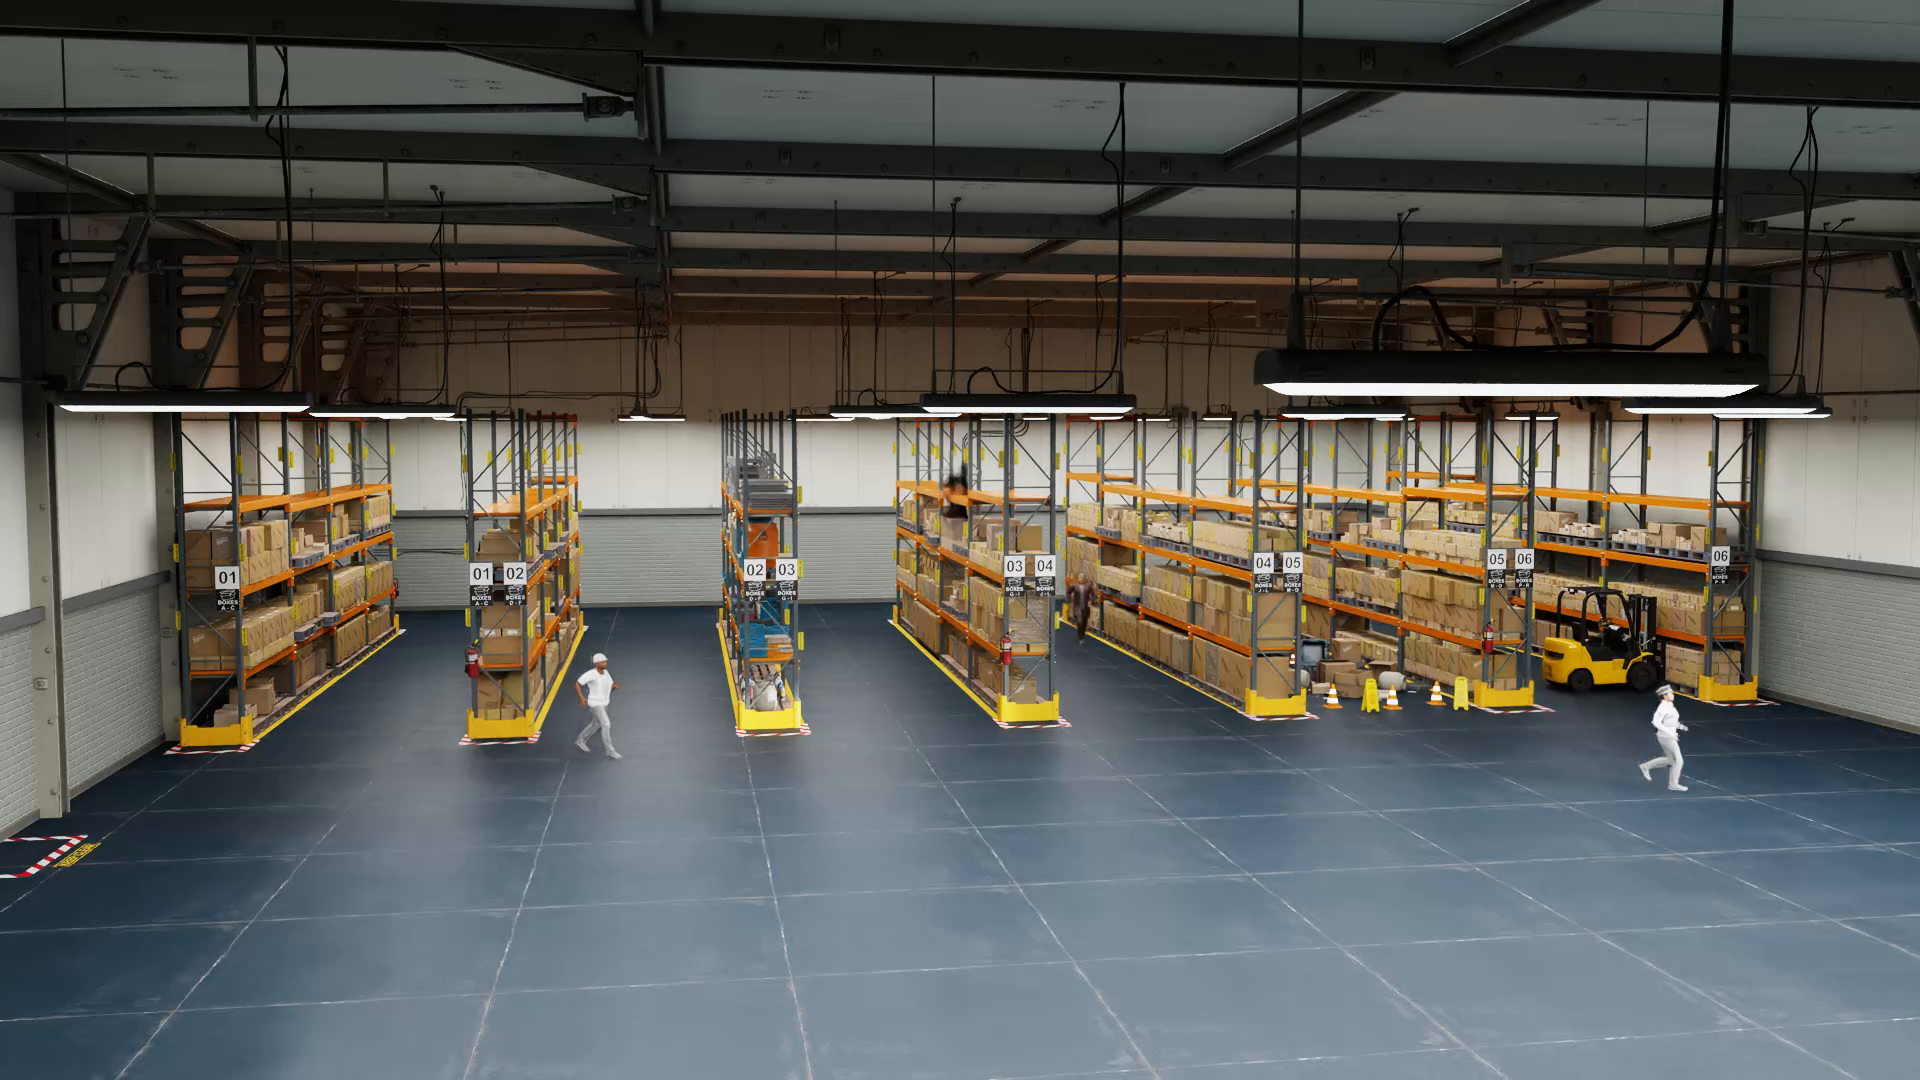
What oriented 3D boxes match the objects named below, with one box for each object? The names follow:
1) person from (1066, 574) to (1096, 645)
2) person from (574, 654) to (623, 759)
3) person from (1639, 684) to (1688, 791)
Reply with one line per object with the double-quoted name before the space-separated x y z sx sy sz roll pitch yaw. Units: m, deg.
"person" 3.022 1.721 41.374 0.722 1.786 0.889 0 4 -4
"person" -6.195 2.824 28.457 0.963 1.776 0.690 1 4 18
"person" 11.029 3.077 26.017 0.716 1.656 0.623 2 5 30
